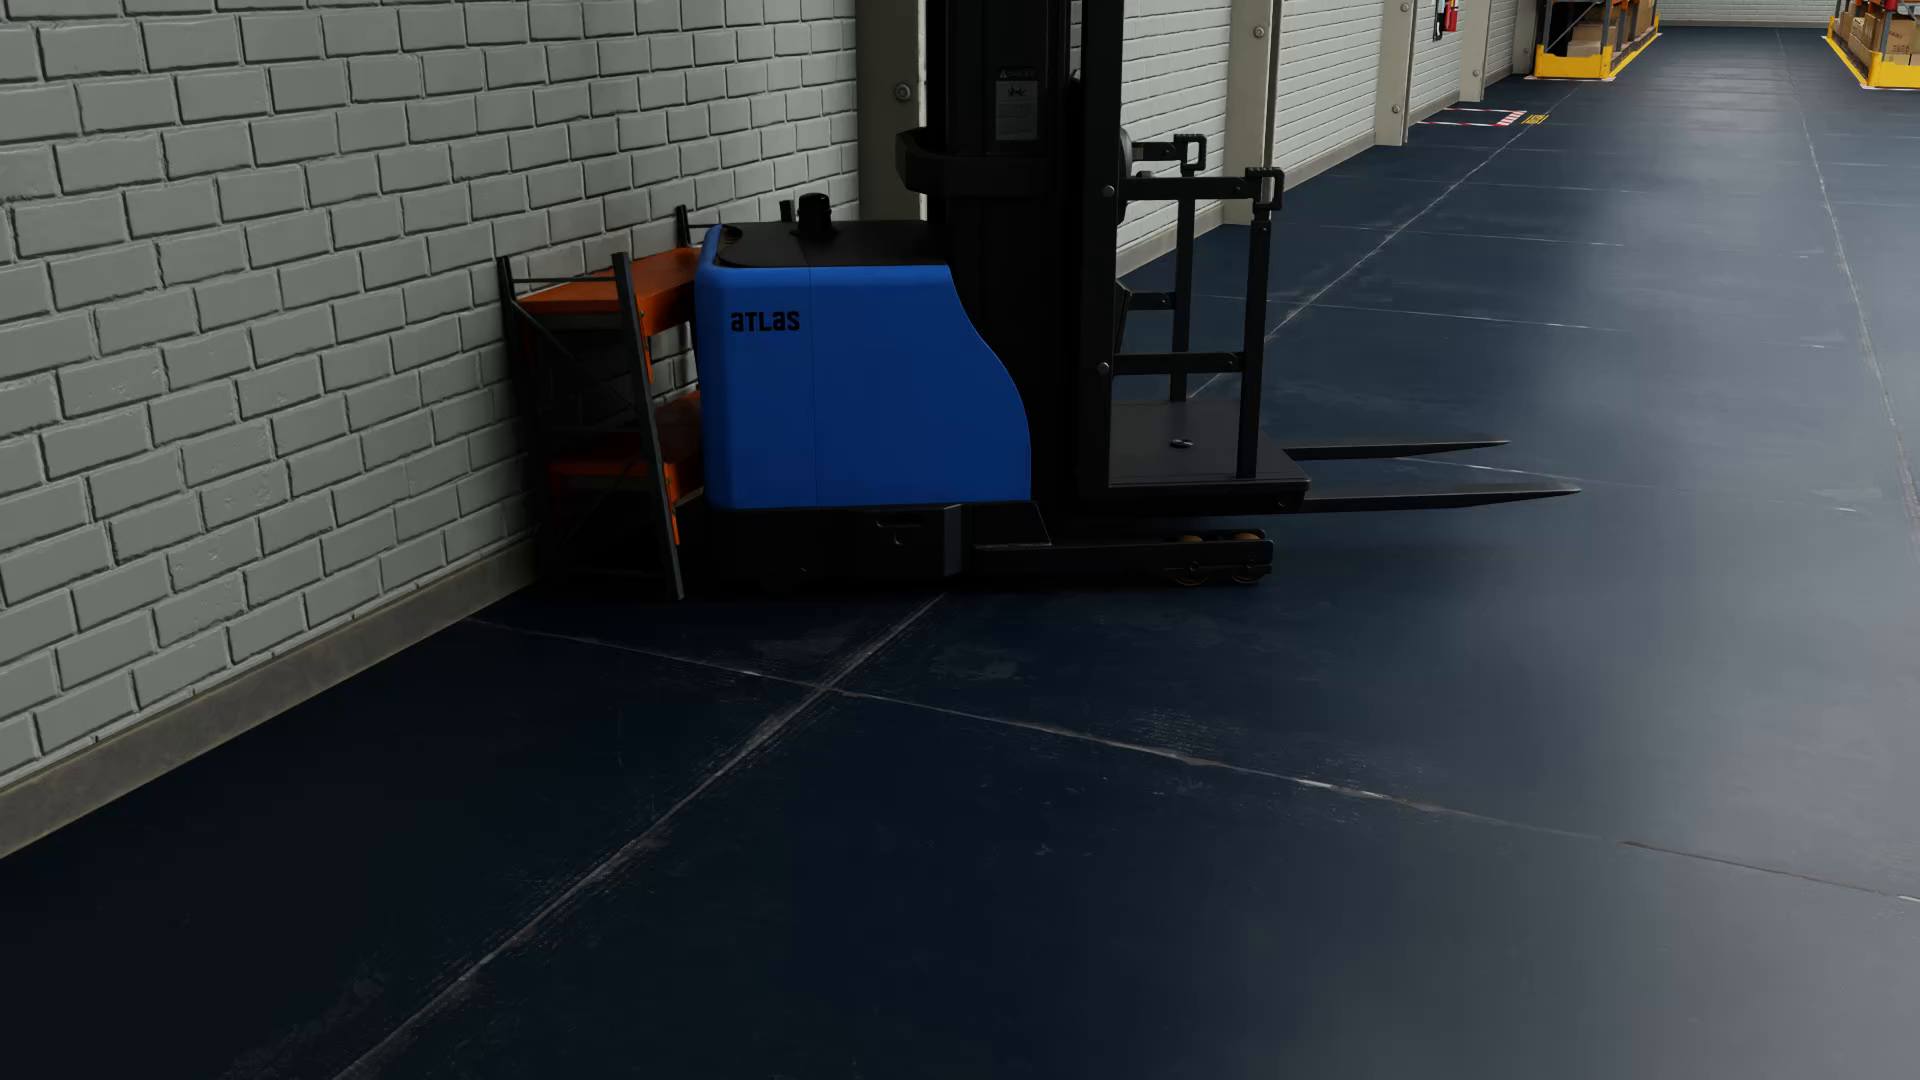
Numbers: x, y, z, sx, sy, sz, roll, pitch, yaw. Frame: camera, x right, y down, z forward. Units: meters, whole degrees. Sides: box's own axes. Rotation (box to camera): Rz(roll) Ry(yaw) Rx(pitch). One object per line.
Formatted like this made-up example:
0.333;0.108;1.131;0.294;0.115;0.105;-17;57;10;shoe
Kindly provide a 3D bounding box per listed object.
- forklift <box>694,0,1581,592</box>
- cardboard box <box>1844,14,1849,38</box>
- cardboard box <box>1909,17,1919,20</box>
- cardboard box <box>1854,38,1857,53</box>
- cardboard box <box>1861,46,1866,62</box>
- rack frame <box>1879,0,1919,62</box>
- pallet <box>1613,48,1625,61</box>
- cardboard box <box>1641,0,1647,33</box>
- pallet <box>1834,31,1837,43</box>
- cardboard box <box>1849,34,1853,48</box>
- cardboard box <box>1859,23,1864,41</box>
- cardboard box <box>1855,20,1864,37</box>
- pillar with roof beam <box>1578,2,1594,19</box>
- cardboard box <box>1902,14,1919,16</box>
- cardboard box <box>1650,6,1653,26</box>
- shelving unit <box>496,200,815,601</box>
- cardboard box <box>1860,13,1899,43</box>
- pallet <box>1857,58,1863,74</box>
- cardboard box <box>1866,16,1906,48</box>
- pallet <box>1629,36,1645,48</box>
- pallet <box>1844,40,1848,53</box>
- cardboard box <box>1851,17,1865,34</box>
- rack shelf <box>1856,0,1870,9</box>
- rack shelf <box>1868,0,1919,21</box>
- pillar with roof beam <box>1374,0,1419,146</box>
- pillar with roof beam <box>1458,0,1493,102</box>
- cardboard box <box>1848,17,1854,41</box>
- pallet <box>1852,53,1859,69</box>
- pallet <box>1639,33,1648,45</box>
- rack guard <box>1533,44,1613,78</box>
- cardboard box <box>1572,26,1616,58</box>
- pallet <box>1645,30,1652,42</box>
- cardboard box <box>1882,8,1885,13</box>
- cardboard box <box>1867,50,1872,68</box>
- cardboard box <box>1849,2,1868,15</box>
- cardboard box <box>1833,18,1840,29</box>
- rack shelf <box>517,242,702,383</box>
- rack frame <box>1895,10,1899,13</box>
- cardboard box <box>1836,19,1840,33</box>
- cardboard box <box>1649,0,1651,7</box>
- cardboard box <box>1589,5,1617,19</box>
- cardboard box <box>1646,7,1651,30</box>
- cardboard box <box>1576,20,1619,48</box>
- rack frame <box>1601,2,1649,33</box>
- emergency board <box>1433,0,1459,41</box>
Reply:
0.626;-1.403;5.539;3.031;2.935;1.130;-2;20;-6;forklift
18.691;-10.661;34.543;0.500;0.500;0.500;9;21;23;cardboard box
15.436;-8.091;26.600;0.500;0.500;0.500;9;21;23;cardboard box
16.578;-8.996;30.265;0.500;0.250;0.500;9;21;24;cardboard box
15.370;-8.114;27.786;0.500;0.250;0.500;9;21;23;cardboard box
14.617;-8.394;25.094;1.000;3.000;0.127;9;21;23;rack frame
12.052;-9.220;31.578;1.003;0.211;1.213;9;21;23;pallet
14.501;-11.437;36.233;0.750;0.750;0.750;9;22;24;cardboard box
20.311;-11.332;37.519;1.003;0.211;1.213;9;21;23;pallet
17.206;-9.468;31.592;0.500;0.250;0.500;8;21;21;cardboard box
16.159;-8.946;29.288;0.500;0.311;0.500;9;21;23;cardboard box
16.782;-9.412;30.596;0.500;0.311;0.500;8;21;22;cardboard box
18.435;-15.309;35.587;9.100;9.000;0.400;9;21;23;pillar with roof beam
16.049;-8.549;27.889;0.500;0.500;0.500;9;21;23;cardboard box
16.453;-12.756;40.464;0.700;0.500;0.500;9;21;23;cardboard box
-0.976;-0.518;5.747;0.538;1.125;1.048;3;20;25;shelving unit
15.780;-8.773;28.520;0.500;0.500;0.500;9;21;23;cardboard box
15.891;-8.065;28.333;1.003;0.211;1.213;9;21;23;pallet
15.167;-8.315;27.229;0.500;0.500;0.500;9;21;23;cardboard box
14.265;-10.806;36.040;1.003;0.211;1.213;9;21;23;pallet
18.734;-10.120;34.110;1.003;0.211;1.213;9;21;23;pallet
17.411;-9.886;31.931;0.500;0.311;0.500;9;22;25;cardboard box
17.074;-9.889;30.372;1.077;0.370;4.000;9;21;23;rack shelf
15.436;-8.666;26.934;1.077;0.370;4.000;9;21;23;rack shelf
8.607;-7.973;14.957;9.100;9.000;0.400;9;21;23;pillar with roof beam
11.064;-9.807;20.114;9.100;9.000;0.400;9;21;23;pillar with roof beam
18.062;-10.187;33.211;0.500;0.500;0.500;9;22;25;cardboard box
16.521;-8.533;29.648;1.003;0.211;1.213;9;21;23;pallet
14.763;-11.181;37.092;1.003;0.211;1.213;9;21;23;pallet
10.127;-7.918;27.487;1.175;0.500;0.348;9;21;23;rack guard
11.041;-8.693;29.009;0.700;0.500;0.500;7;21;19;cardboard box
15.393;-11.649;38.408;1.003;0.211;1.213;9;21;23;pallet
21.171;-12.114;38.630;0.500;0.500;0.500;9;21;23;cardboard box
14.761;-7.655;26.494;0.500;0.250;0.500;9;21;23;cardboard box
18.496;-10.871;34.016;0.500;0.250;0.500;8;21;22;cardboard box
20.483;-11.917;38.447;0.500;0.250;0.500;9;21;23;cardboard box
-1.005;-0.794;5.654;0.538;0.278;1.000;3;20;25;rack shelf
16.255;-9.617;28.533;1.000;3.000;0.127;9;21;23;rack frame
19.813;-11.445;37.030;0.500;0.311;0.500;9;21;23;cardboard box
15.930;-12.520;38.833;0.380;0.149;0.250;8;21;21;cardboard box
12.407;-10.200;32.128;0.500;0.250;0.500;8;21;21;cardboard box
15.831;-12.285;39.140;0.700;0.500;0.500;9;22;24;cardboard box
12.021;-9.552;31.425;0.700;0.500;0.500;9;22;25;cardboard box
15.010;-12.741;37.317;1.000;3.000;0.127;9;21;23;rack frame
6.090;-6.821;20.671;0.194;1.169;0.643;9;21;23;emergency board
